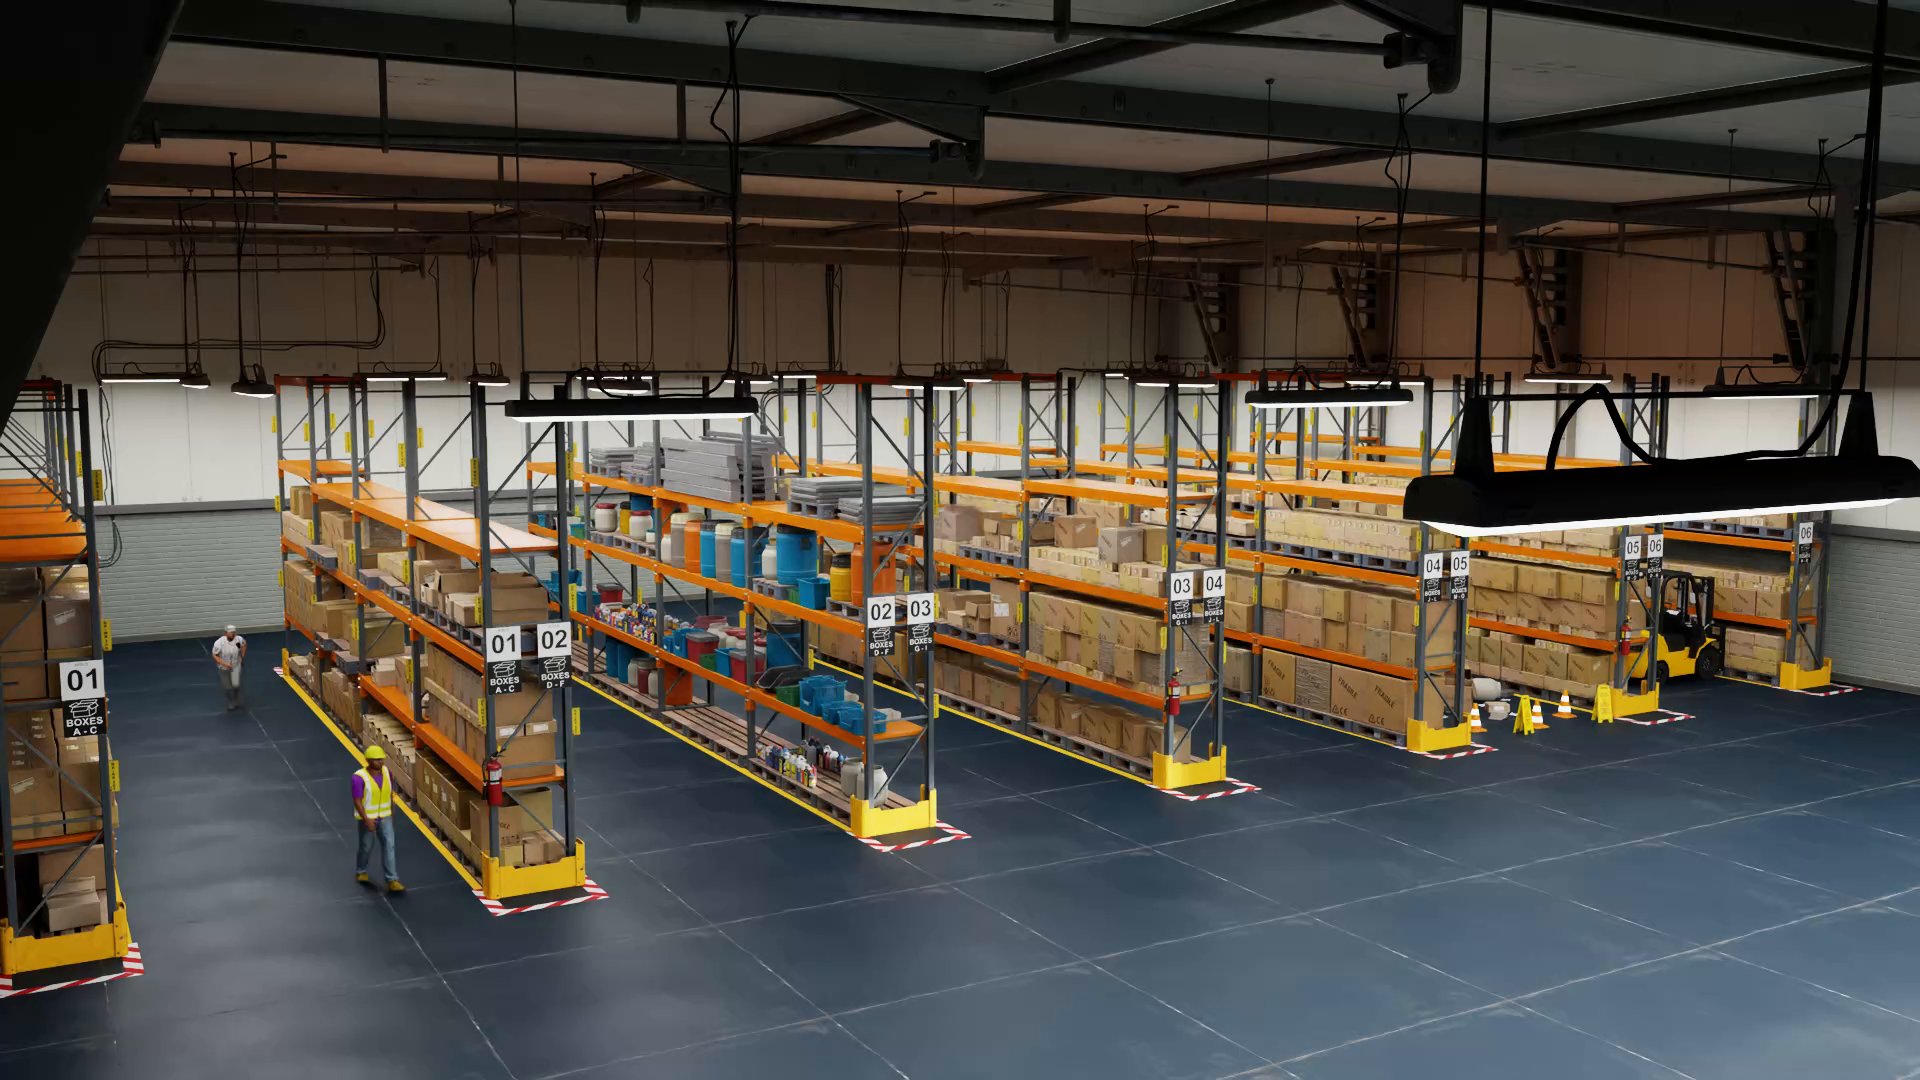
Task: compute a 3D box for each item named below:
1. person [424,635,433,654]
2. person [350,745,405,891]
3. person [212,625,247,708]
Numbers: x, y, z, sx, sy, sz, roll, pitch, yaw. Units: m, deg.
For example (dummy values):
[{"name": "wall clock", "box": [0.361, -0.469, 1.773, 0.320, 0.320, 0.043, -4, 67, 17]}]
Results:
[{"name": "person", "box": [-9.969, 2.122, 31.060, 0.437, 1.612, 1.082, -4, 7, -33]}, {"name": "person", "box": [-6.936, 3.298, 19.835, 0.584, 1.703, 1.023, -6, 9, -44]}, {"name": "person", "box": [-13.123, 2.280, 29.902, 0.550, 1.577, 0.749, -2, 7, -18]}]
